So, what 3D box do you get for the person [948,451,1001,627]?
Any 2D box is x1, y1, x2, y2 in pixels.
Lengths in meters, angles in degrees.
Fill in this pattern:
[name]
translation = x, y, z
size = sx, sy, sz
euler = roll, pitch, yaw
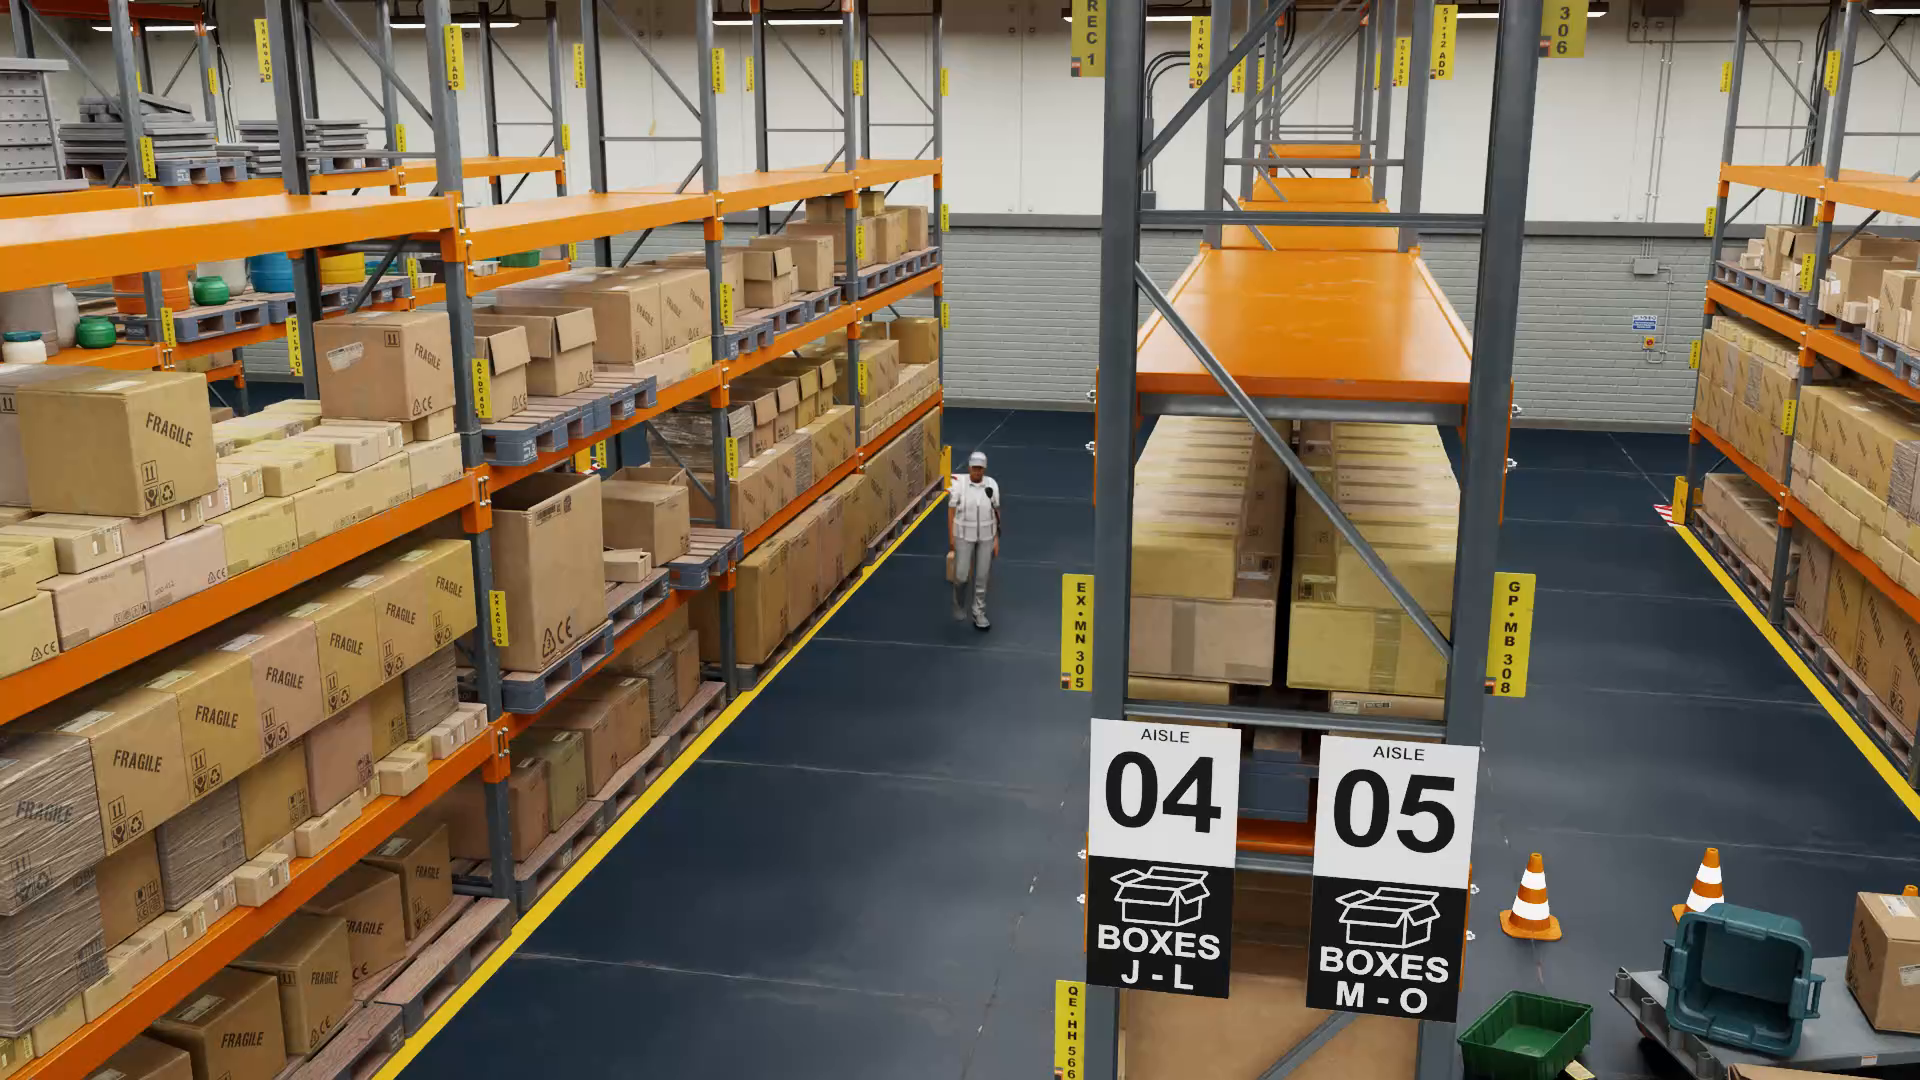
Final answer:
[person]
translation = 0.135, -0.012, 15.471
size = 0.485, 1.661, 0.463
euler = -3, 15, -10
